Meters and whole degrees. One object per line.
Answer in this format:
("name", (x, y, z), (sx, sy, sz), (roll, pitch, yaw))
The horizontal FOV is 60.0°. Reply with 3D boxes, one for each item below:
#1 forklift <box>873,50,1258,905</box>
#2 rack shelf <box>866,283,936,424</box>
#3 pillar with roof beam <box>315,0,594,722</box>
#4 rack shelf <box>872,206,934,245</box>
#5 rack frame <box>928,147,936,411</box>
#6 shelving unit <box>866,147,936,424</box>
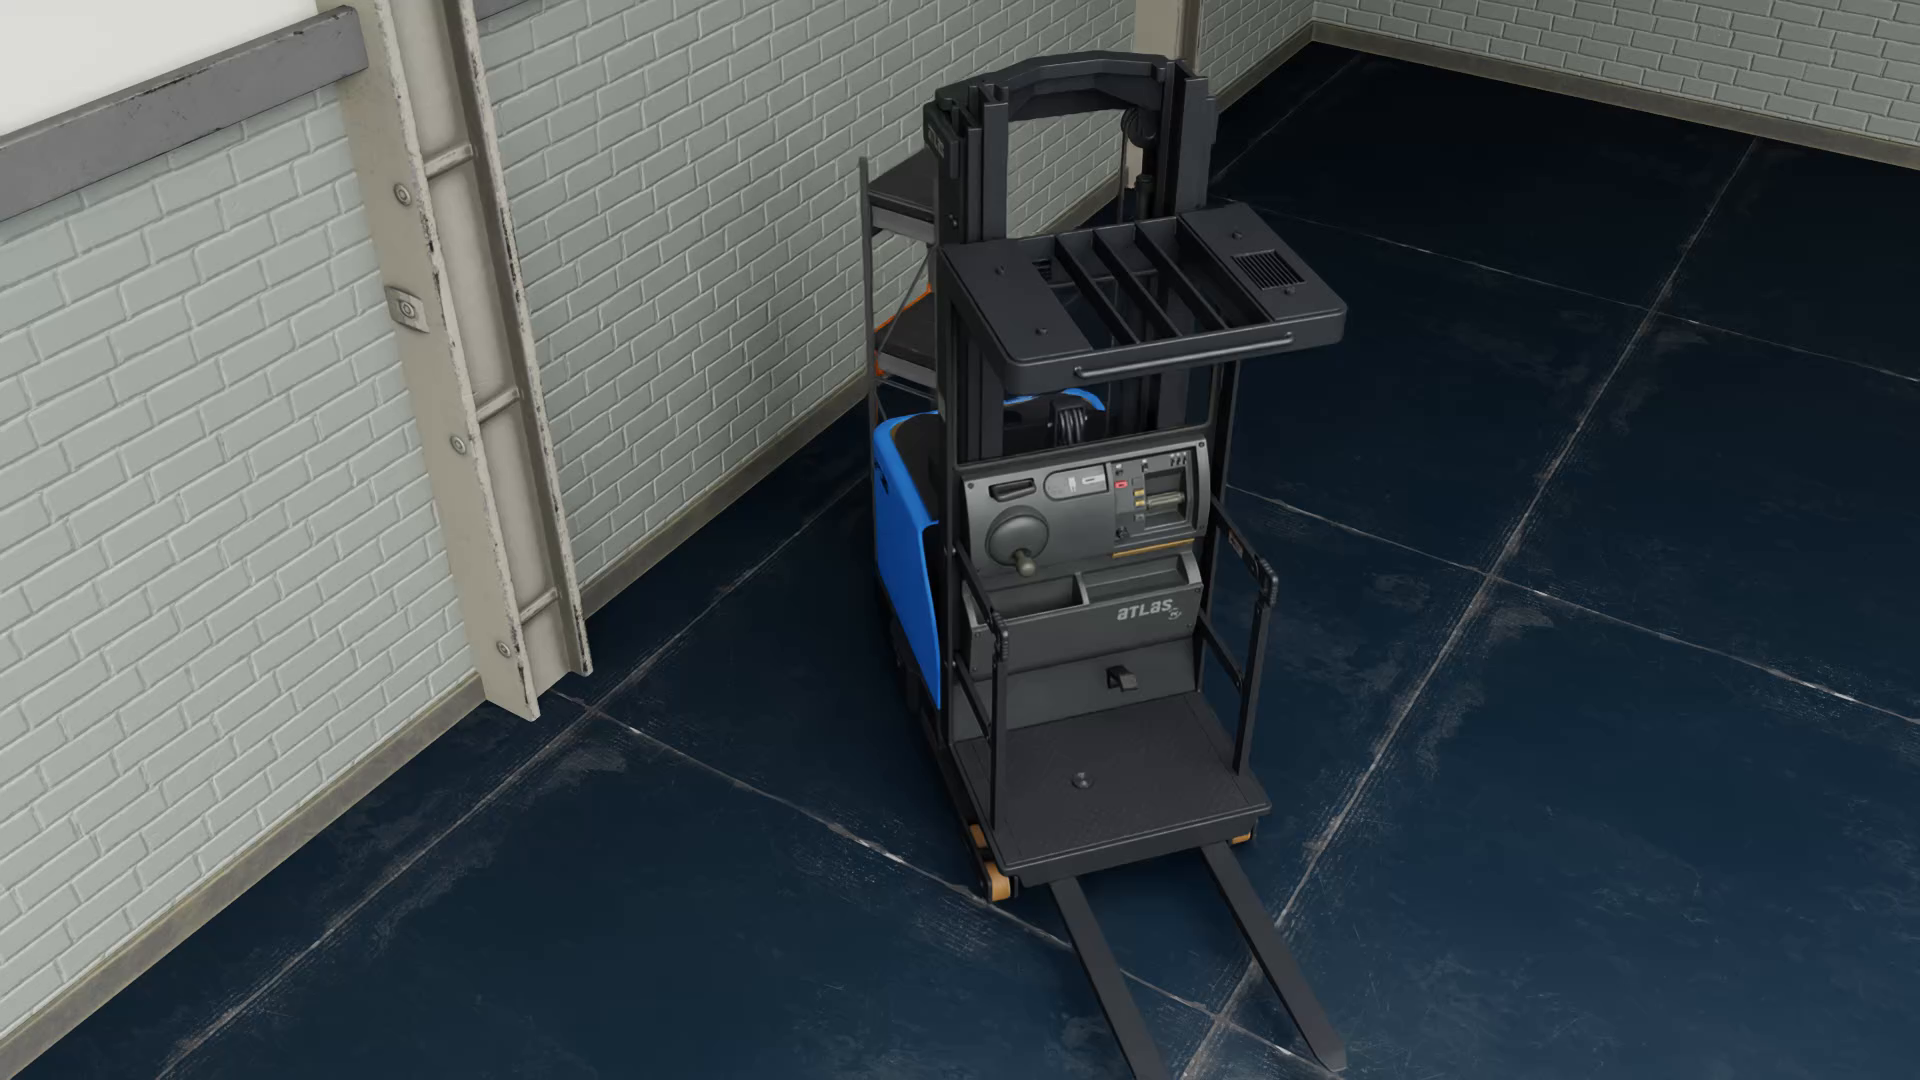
("forklift", (0.531, -0.049, 5.852), (1.130, 2.935, 3.031), (-11, 39, -13))
("rack shelf", (-0.107, -0.779, 7.502), (0.431, 0.518, 0.480), (22, 43, 26))
("pillar with roof beam", (1.765, -1.523, 2.794), (9.100, 9.000, 0.400), (21, 42, 25))
("rack shelf", (-0.107, -1.412, 7.014), (0.332, 0.100, 0.442), (22, 43, 26))
("rack frame", (0.027, -0.914, 7.656), (0.400, 2.100, 0.015), (22, 43, 26))
("shelving unit", (-0.104, -0.793, 7.498), (0.431, 2.100, 0.492), (22, 43, 26))
